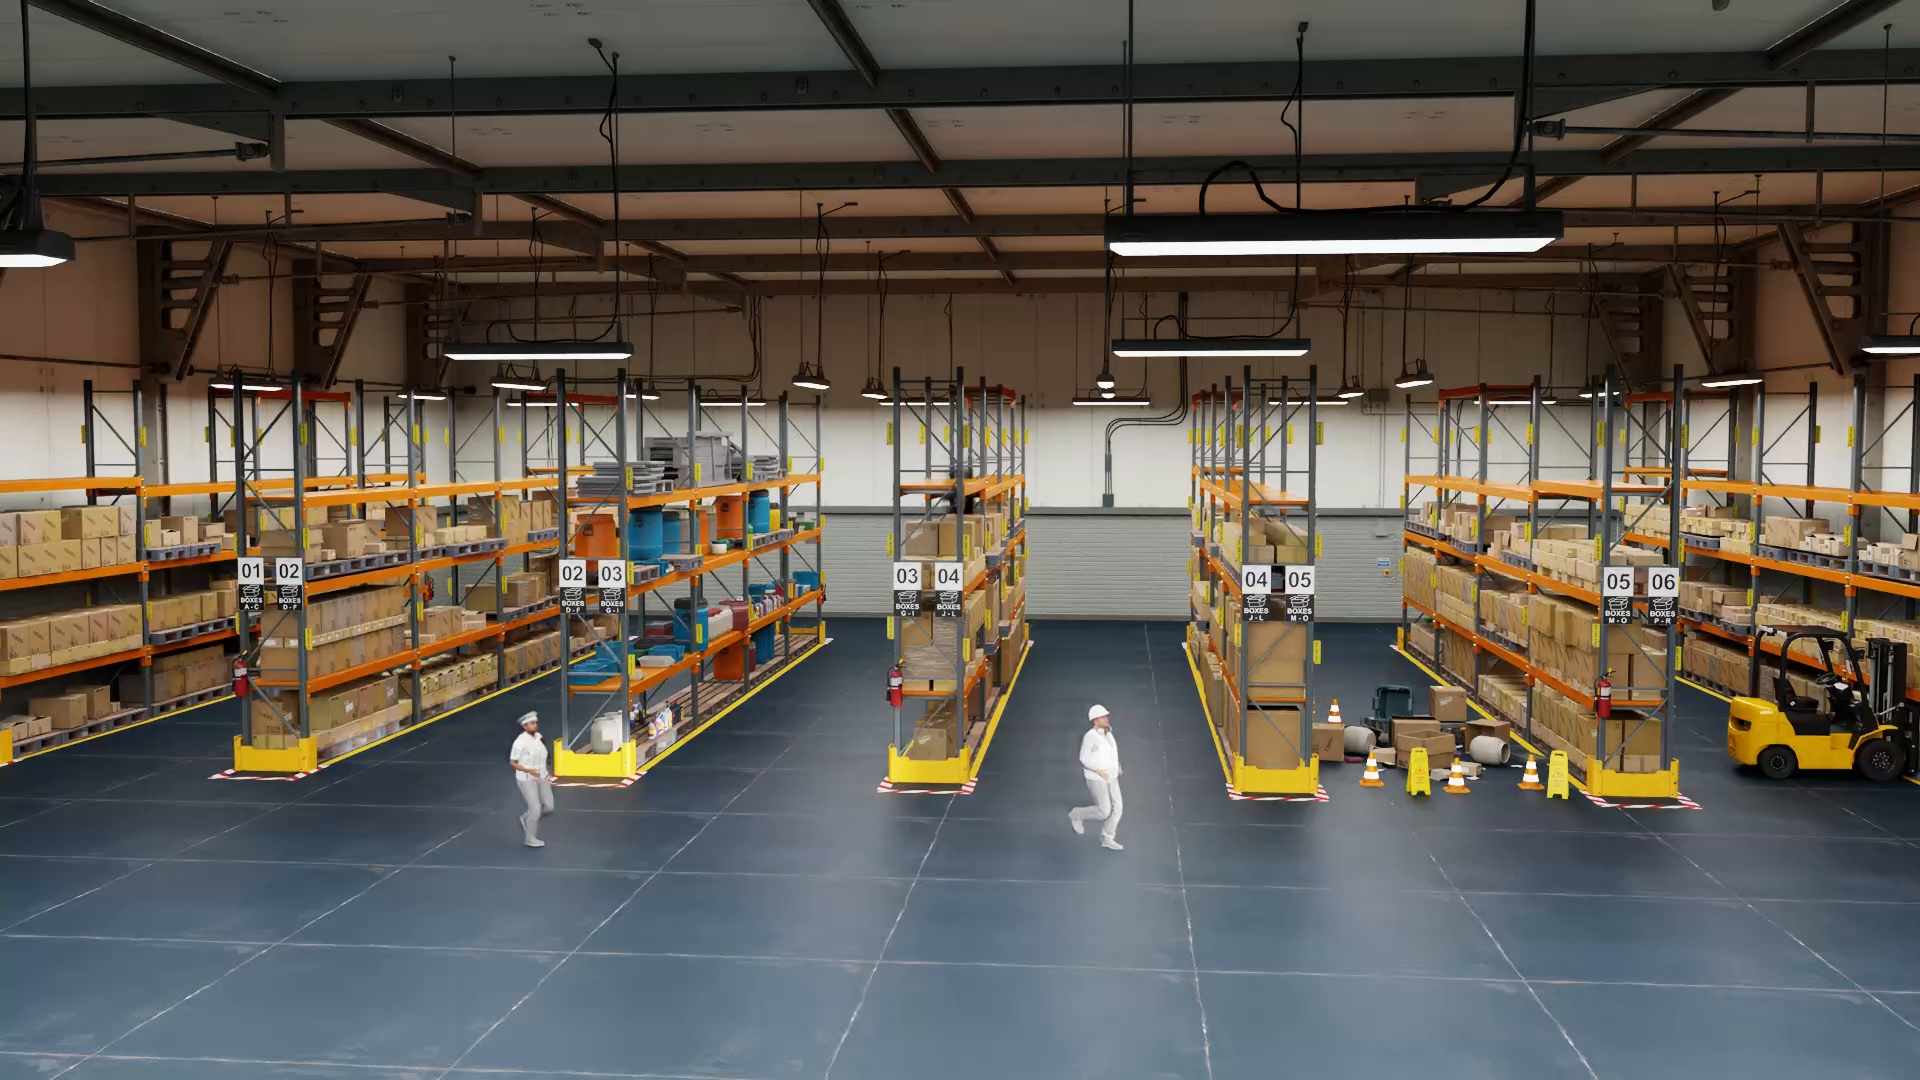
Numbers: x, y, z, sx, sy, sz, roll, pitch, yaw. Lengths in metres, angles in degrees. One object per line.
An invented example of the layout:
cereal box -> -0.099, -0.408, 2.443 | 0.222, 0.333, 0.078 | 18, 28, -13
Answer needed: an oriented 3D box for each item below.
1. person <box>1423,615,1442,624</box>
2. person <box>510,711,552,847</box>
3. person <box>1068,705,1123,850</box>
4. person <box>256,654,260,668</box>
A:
person -> 11.555, 1.598, 40.305 | 0.496, 1.637, 0.936 | 2, 4, 35
person -> -5.206, 2.912, 20.308 | 0.539, 1.651, 0.572 | 2, 4, 31
person -> 1.690, 2.882, 20.289 | 0.714, 1.742, 0.662 | 3, 4, 37
person -> -11.814, 2.404, 28.597 | 0.535, 1.606, 0.851 | 0, 4, -8
